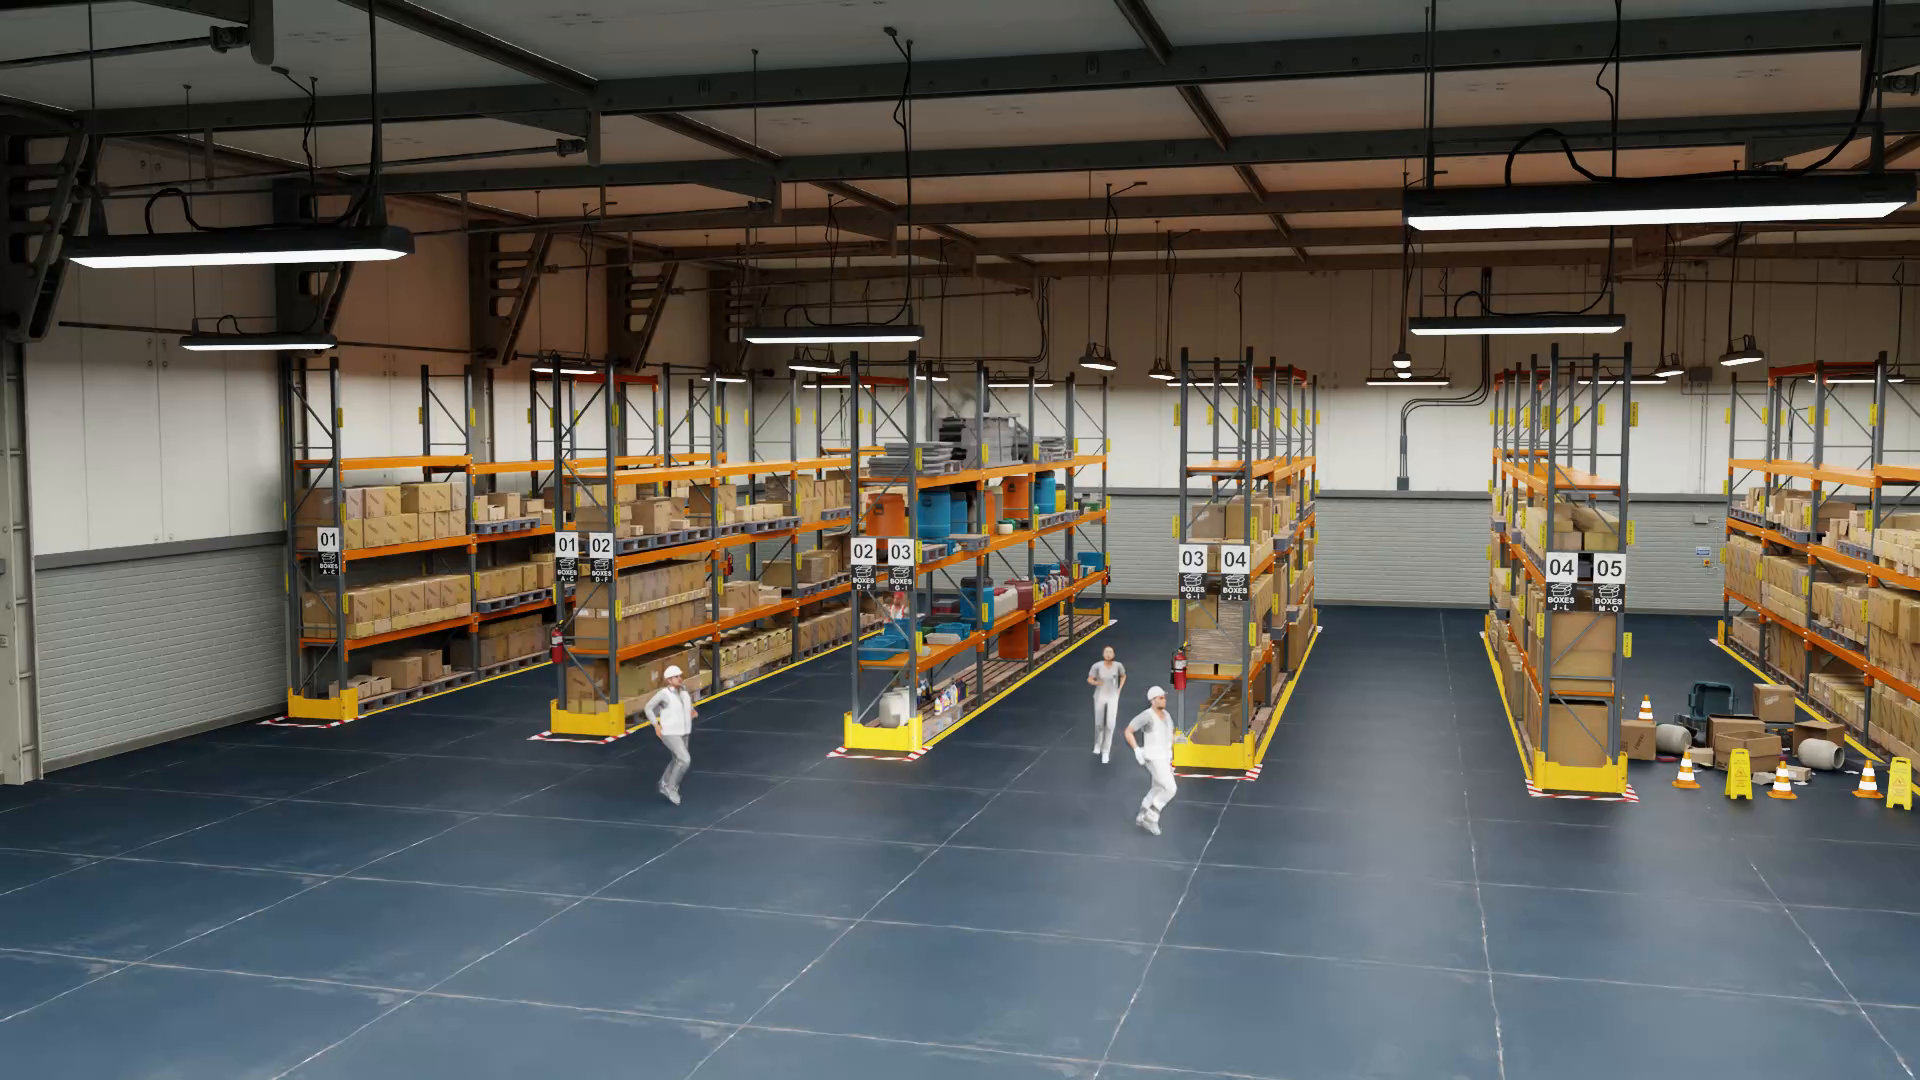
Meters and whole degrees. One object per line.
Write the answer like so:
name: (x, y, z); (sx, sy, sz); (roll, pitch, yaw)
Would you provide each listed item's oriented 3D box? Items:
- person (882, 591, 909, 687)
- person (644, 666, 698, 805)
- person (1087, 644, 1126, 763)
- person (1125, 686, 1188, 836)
person: (-1.159, 1.830, 31.146); (0.667, 1.767, 0.741); (1, 4, 18)
person: (-3.693, 2.534, 21.641); (0.715, 1.792, 0.625); (3, 5, 31)
person: (2.150, 2.390, 24.414); (0.573, 1.743, 0.711); (0, 4, 4)
person: (2.392, 2.647, 19.920); (0.698, 1.781, 0.654); (3, 5, 37)
